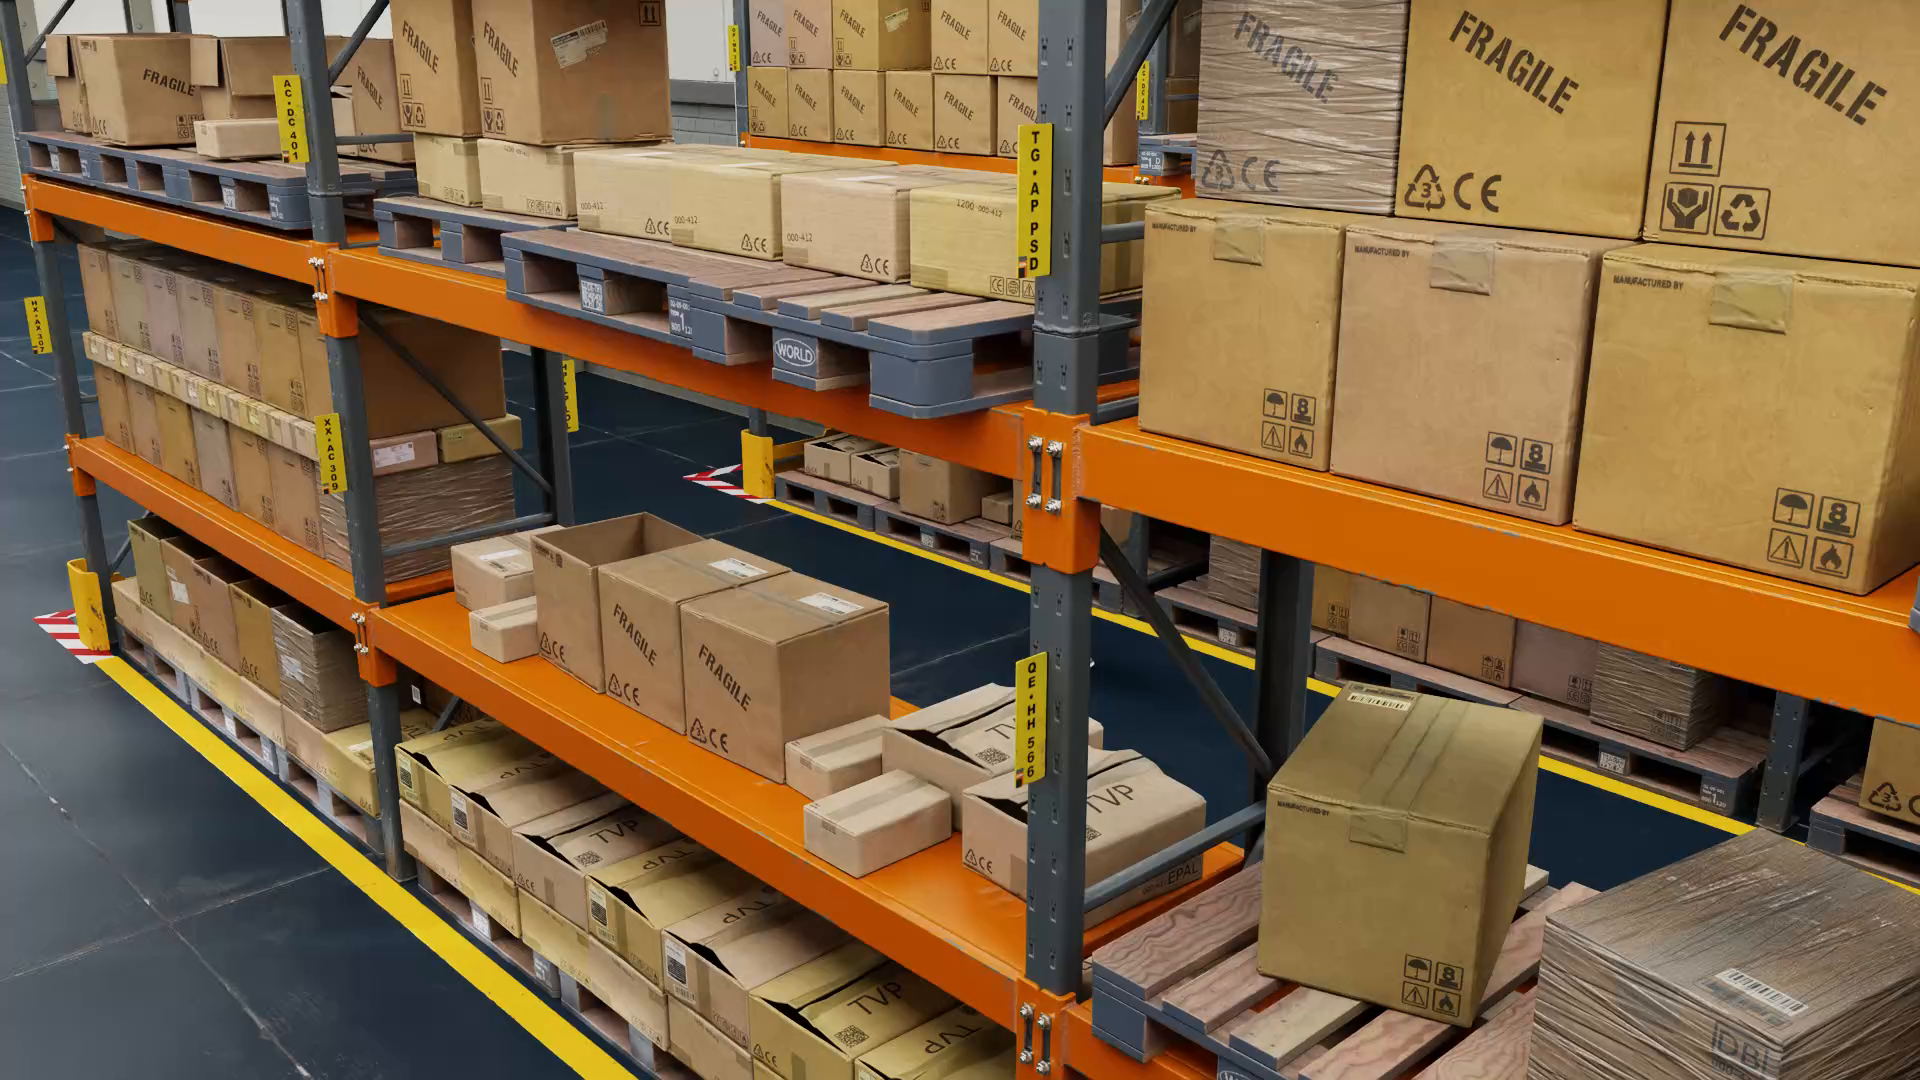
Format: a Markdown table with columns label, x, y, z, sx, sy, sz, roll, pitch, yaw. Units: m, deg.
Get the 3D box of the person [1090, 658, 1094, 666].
| label | x | y | z | sx | sy | sz | roll | pitch | yaw |
| --- | --- | --- | --- | --- | --- | --- | --- | --- | --- |
| person | 0.655 | 0.013 | 9.533 | 0.490 | 1.589 | 0.408 | 12 | 21 | 32 |
